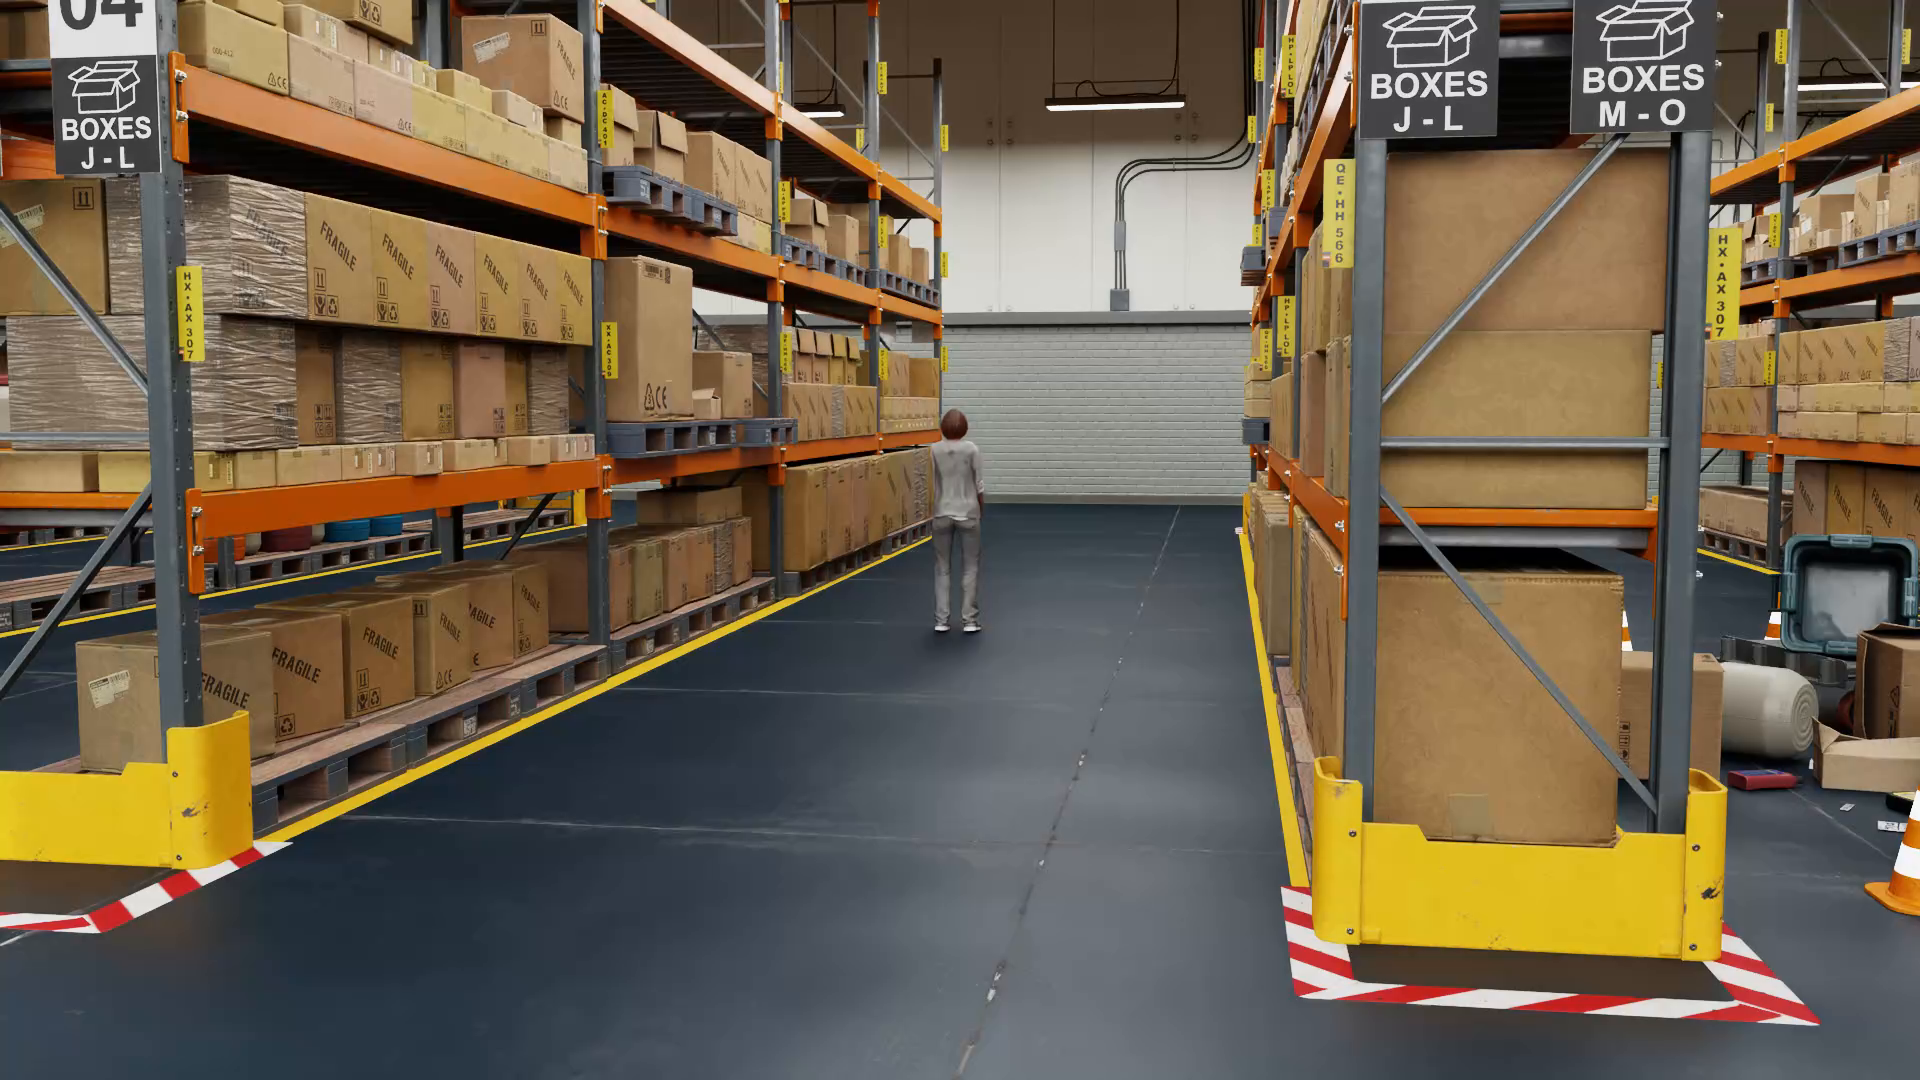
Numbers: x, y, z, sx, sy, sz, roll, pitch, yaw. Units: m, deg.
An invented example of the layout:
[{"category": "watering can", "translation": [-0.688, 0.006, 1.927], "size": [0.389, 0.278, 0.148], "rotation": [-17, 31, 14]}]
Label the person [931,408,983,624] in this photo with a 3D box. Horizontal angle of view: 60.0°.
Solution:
[{"category": "person", "translation": [-0.016, -0.180, 11.917], "size": [0.358, 1.528, 0.496], "rotation": [1, 5, 8]}]
